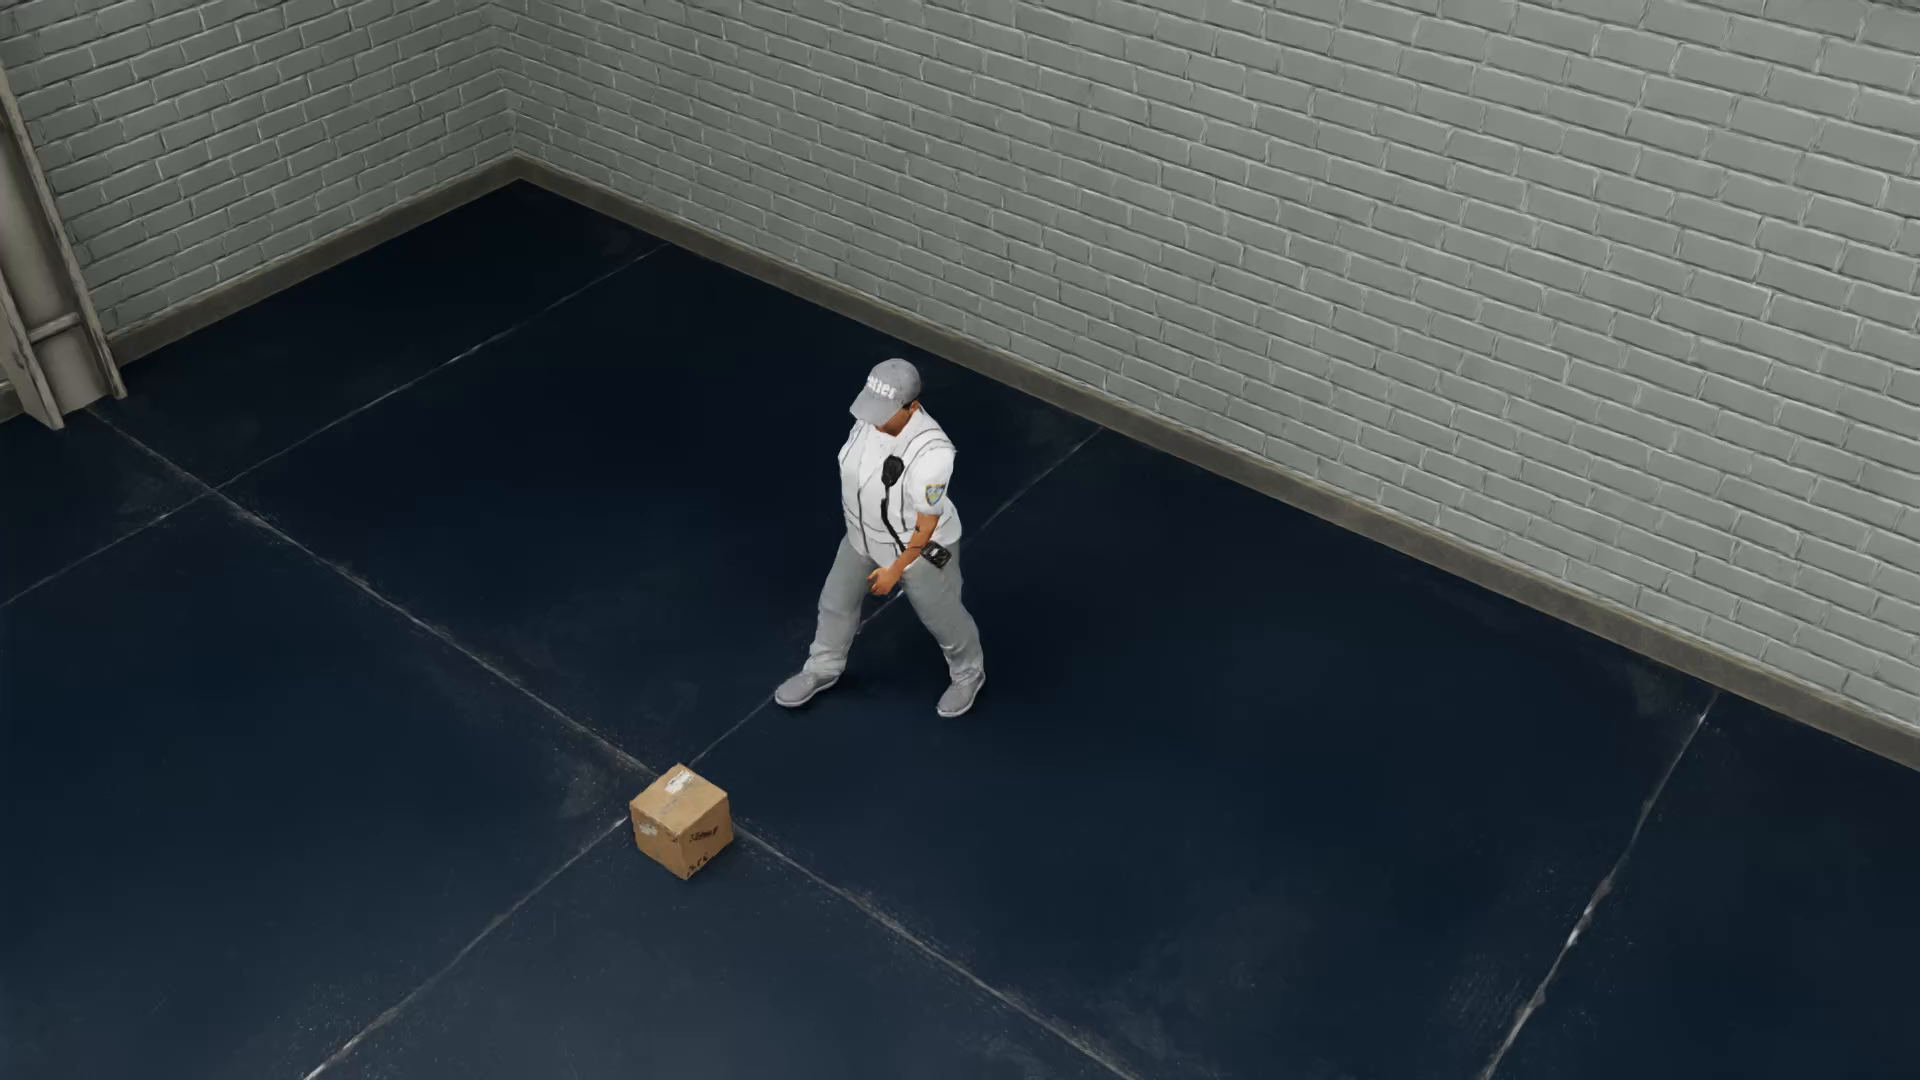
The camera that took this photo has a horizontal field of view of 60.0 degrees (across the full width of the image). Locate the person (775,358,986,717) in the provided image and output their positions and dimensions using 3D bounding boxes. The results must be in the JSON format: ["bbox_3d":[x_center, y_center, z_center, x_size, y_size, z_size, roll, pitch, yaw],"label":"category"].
[{"bbox_3d":[-0.297,-0.007,6.153,0.615,1.631,0.703,31,48,33],"label":"person"}]
